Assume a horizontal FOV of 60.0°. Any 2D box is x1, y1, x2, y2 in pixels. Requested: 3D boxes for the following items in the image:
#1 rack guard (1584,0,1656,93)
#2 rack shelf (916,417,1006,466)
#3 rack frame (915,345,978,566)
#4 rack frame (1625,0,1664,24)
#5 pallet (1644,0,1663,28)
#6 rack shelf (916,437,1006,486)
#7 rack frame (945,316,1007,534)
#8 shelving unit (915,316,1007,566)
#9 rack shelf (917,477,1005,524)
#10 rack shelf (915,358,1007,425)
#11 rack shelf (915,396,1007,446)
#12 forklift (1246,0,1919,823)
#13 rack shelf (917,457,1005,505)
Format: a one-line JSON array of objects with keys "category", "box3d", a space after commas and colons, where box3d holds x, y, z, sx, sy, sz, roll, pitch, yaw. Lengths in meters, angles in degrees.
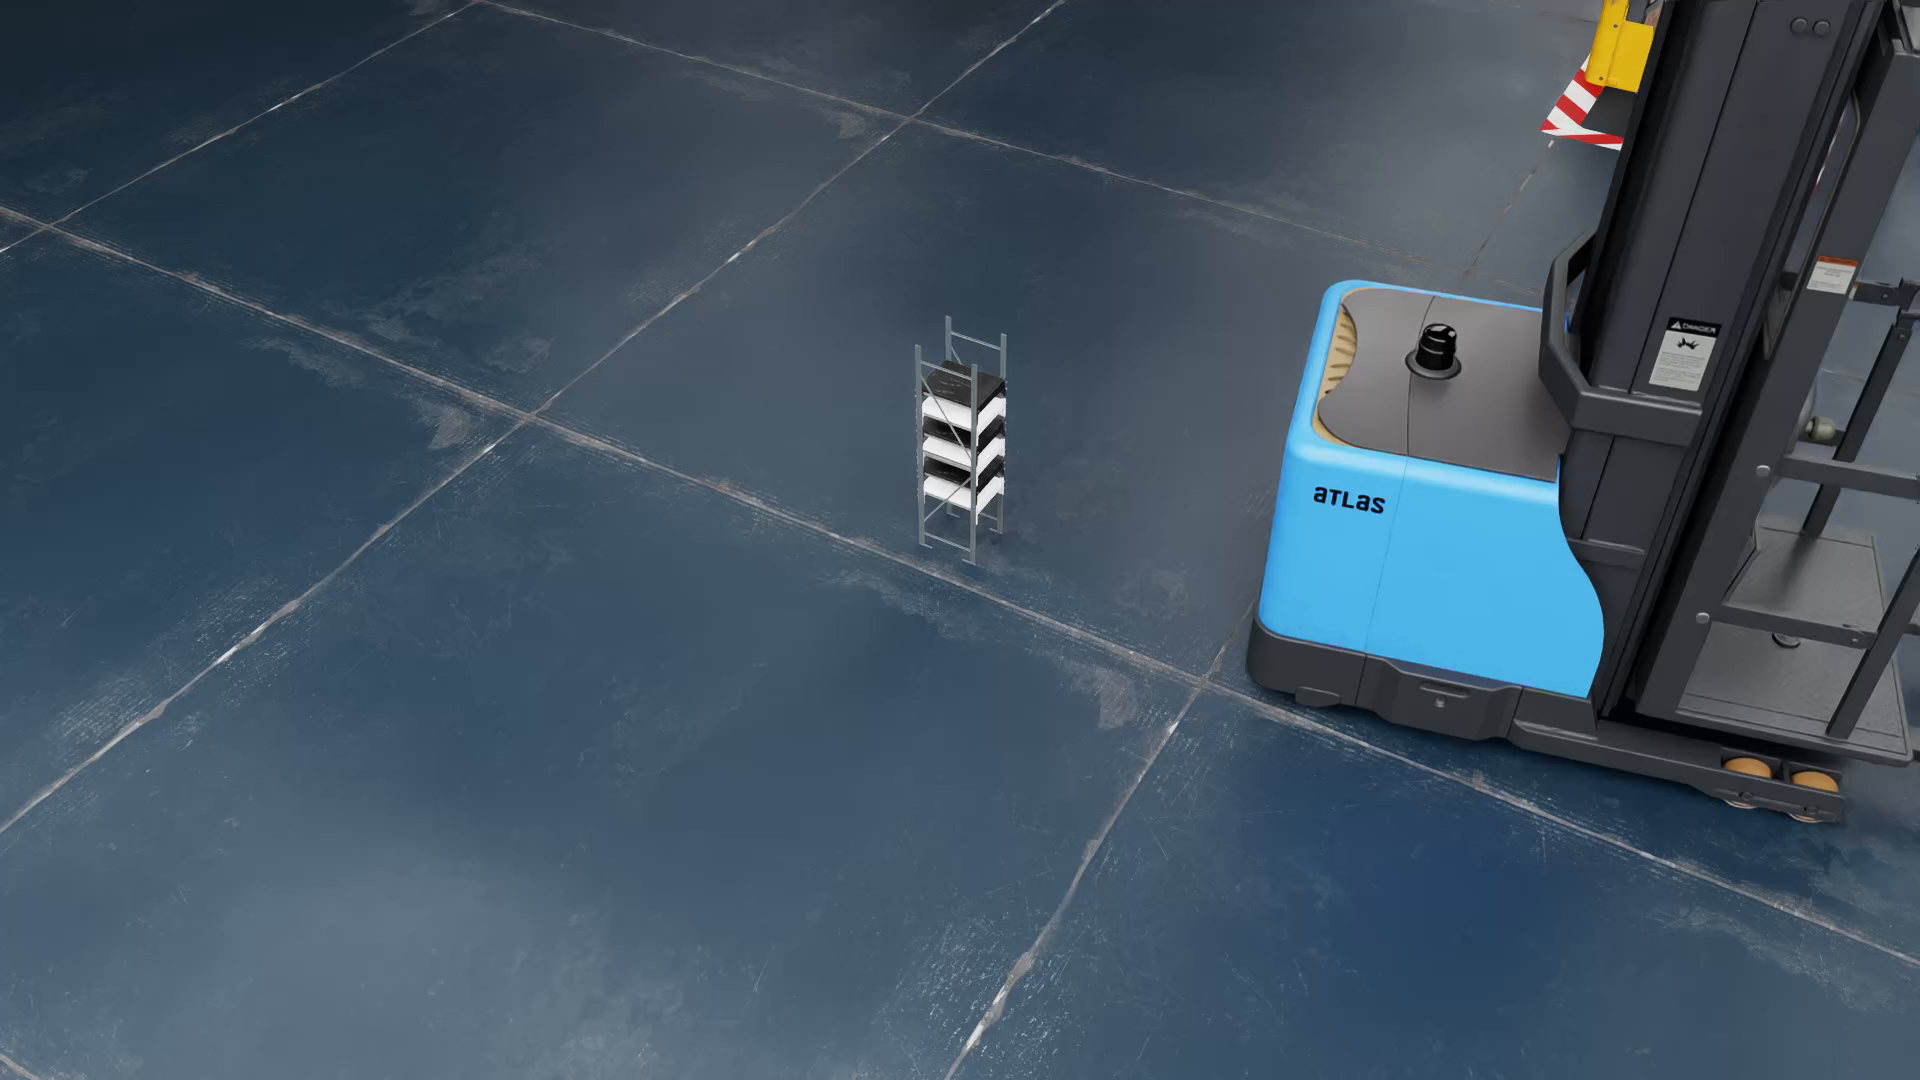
[{"category": "rack guard", "box3d": [3.993, -2.603, 8.827, 1.175, 0.500, 0.348, 21, 45, 22]}, {"category": "rack shelf", "box3d": [0.004, -0.385, 5.920, 0.258, 0.077, 0.200, 21, 45, 22]}, {"category": "rack frame", "box3d": [-0.047, -0.284, 5.892, 0.240, 0.900, 0.006, 21, 45, 22]}, {"category": "rack frame", "box3d": [3.996, -3.482, 7.934, 1.000, 3.000, 0.127, 21, 45, 22]}, {"category": "pallet", "box3d": [4.404, -2.958, 9.449, 1.003, 0.211, 1.213, 21, 45, 22]}, {"category": "rack shelf", "box3d": [0.004, -0.317, 5.980, 0.258, 0.077, 0.200, 21, 45, 22]}, {"category": "rack frame", "box3d": [0.055, -0.401, 6.024, 0.240, 0.900, 0.006, 21, 45, 22]}, {"category": "shelving unit", "box3d": [0.004, -0.342, 5.958, 0.258, 0.900, 0.210, 21, 45, 22]}, {"category": "rack shelf", "box3d": [0.004, -0.182, 6.099, 0.258, 0.077, 0.200, 21, 45, 22]}, {"category": "rack shelf", "box3d": [0.004, -0.520, 5.801, 0.258, 0.077, 0.200, 21, 45, 22]}, {"category": "rack shelf", "box3d": [0.004, -0.452, 5.861, 0.258, 0.077, 0.200, 21, 45, 22]}, {"category": "forklift", "box3d": [2.548, -0.605, 4.719, 3.031, 2.935, 1.130, 11, 43, 13]}, {"category": "rack shelf", "box3d": [0.004, -0.250, 6.039, 0.258, 0.077, 0.200, 21, 45, 22]}]
